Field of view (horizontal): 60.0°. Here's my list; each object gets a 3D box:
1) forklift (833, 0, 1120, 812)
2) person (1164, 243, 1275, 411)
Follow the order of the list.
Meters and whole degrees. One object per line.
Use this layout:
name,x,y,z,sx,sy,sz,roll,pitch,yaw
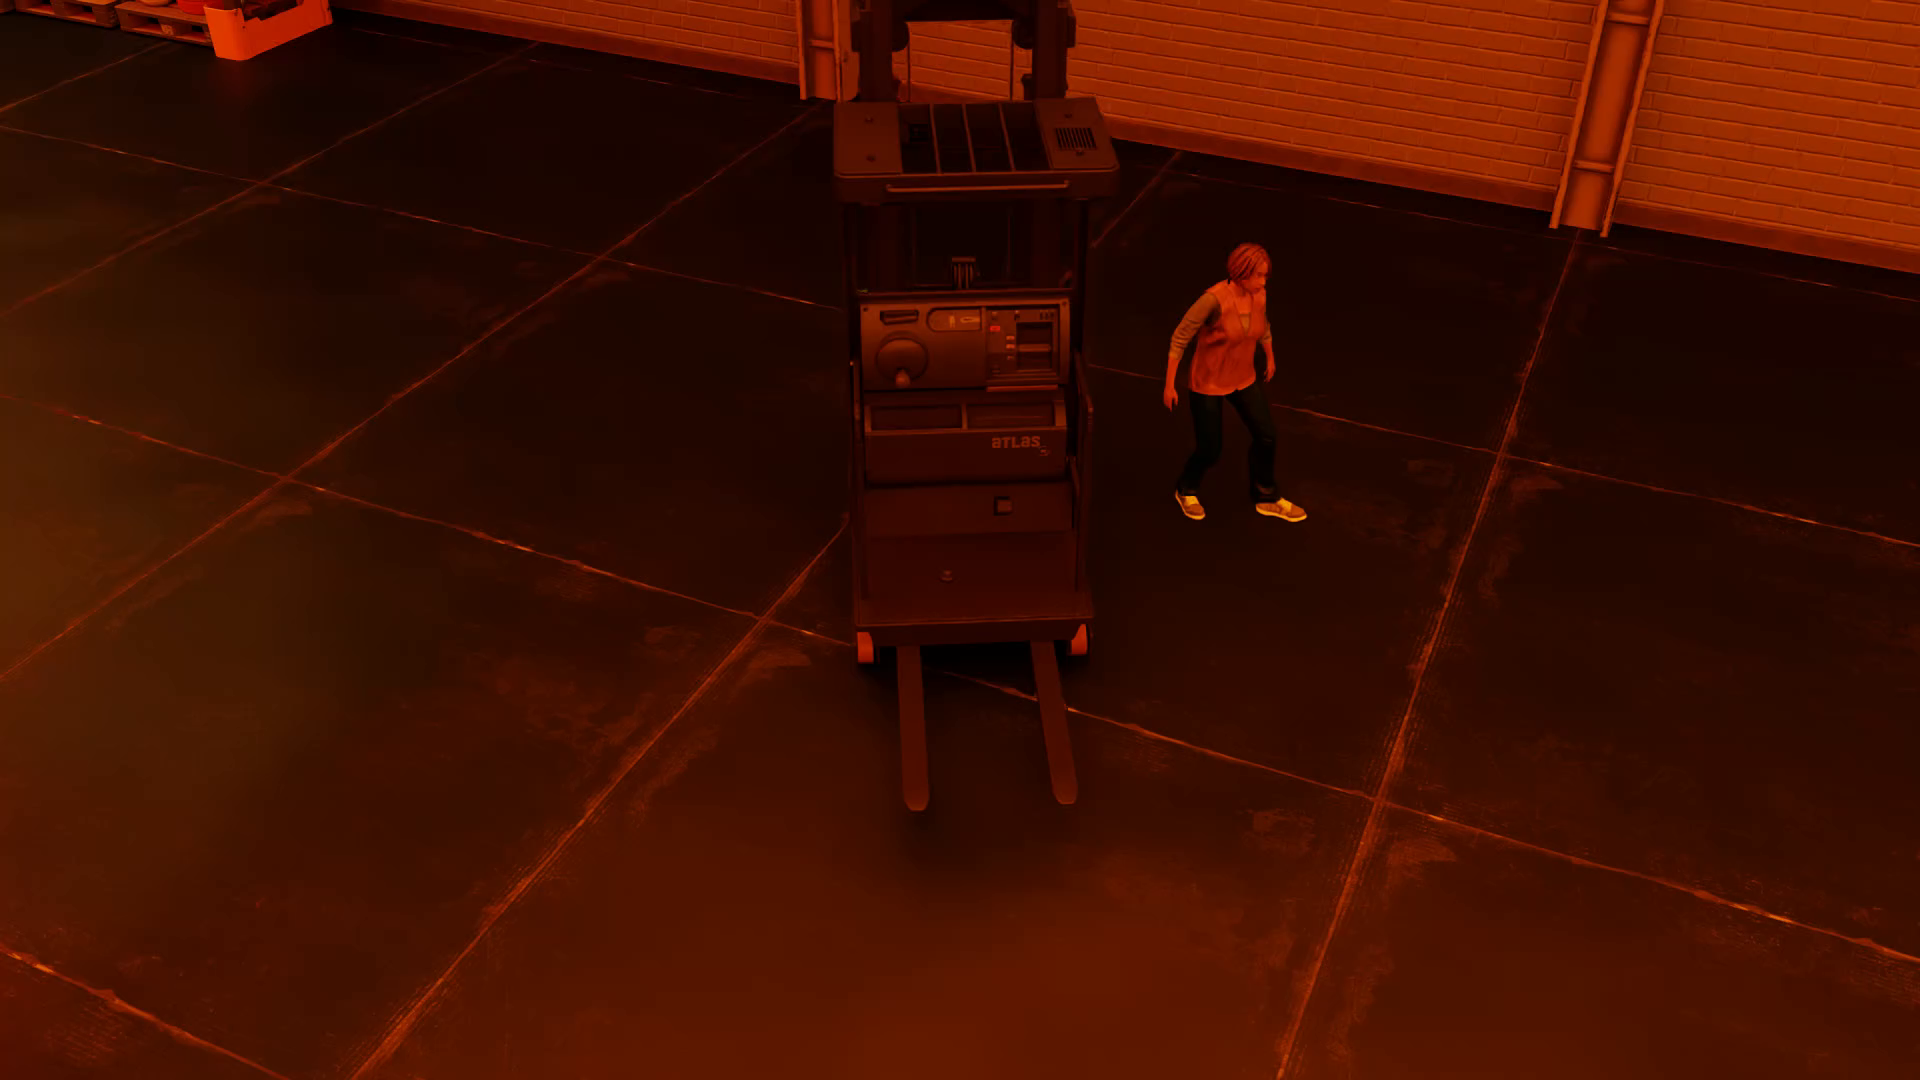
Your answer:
forklift,0.040,-0.810,7.223,1.130,2.935,3.031,-2,36,-3
person,1.333,-1.053,8.191,0.704,0.867,0.312,-18,39,-23
